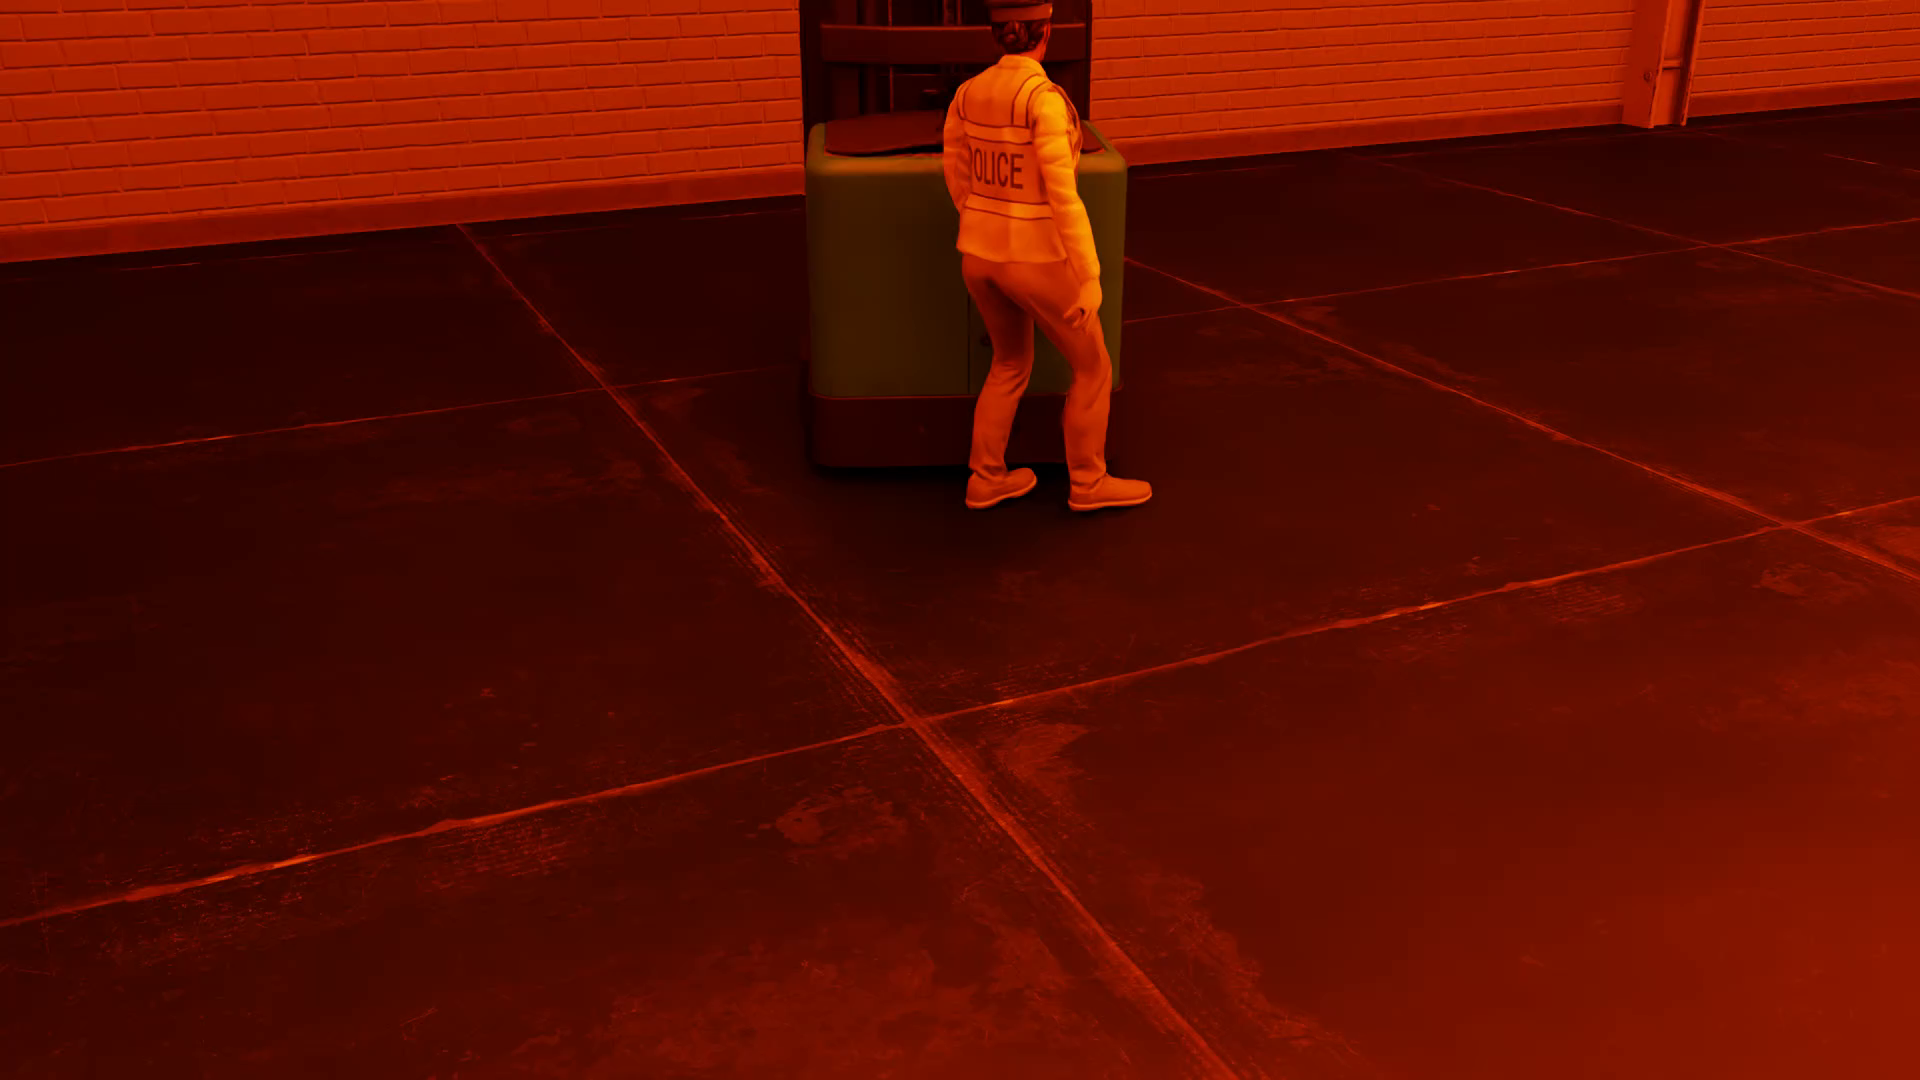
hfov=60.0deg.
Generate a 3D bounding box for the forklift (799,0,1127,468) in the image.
[{"bbox_3d":[-0.070,-2.115,6.377,1.130,2.935,3.031,-1,23,-3],"label":"forklift"}]

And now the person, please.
[{"bbox_3d":[0.269,-0.867,5.078,0.572,1.614,0.704,-19,29,-38],"label":"person"}]
